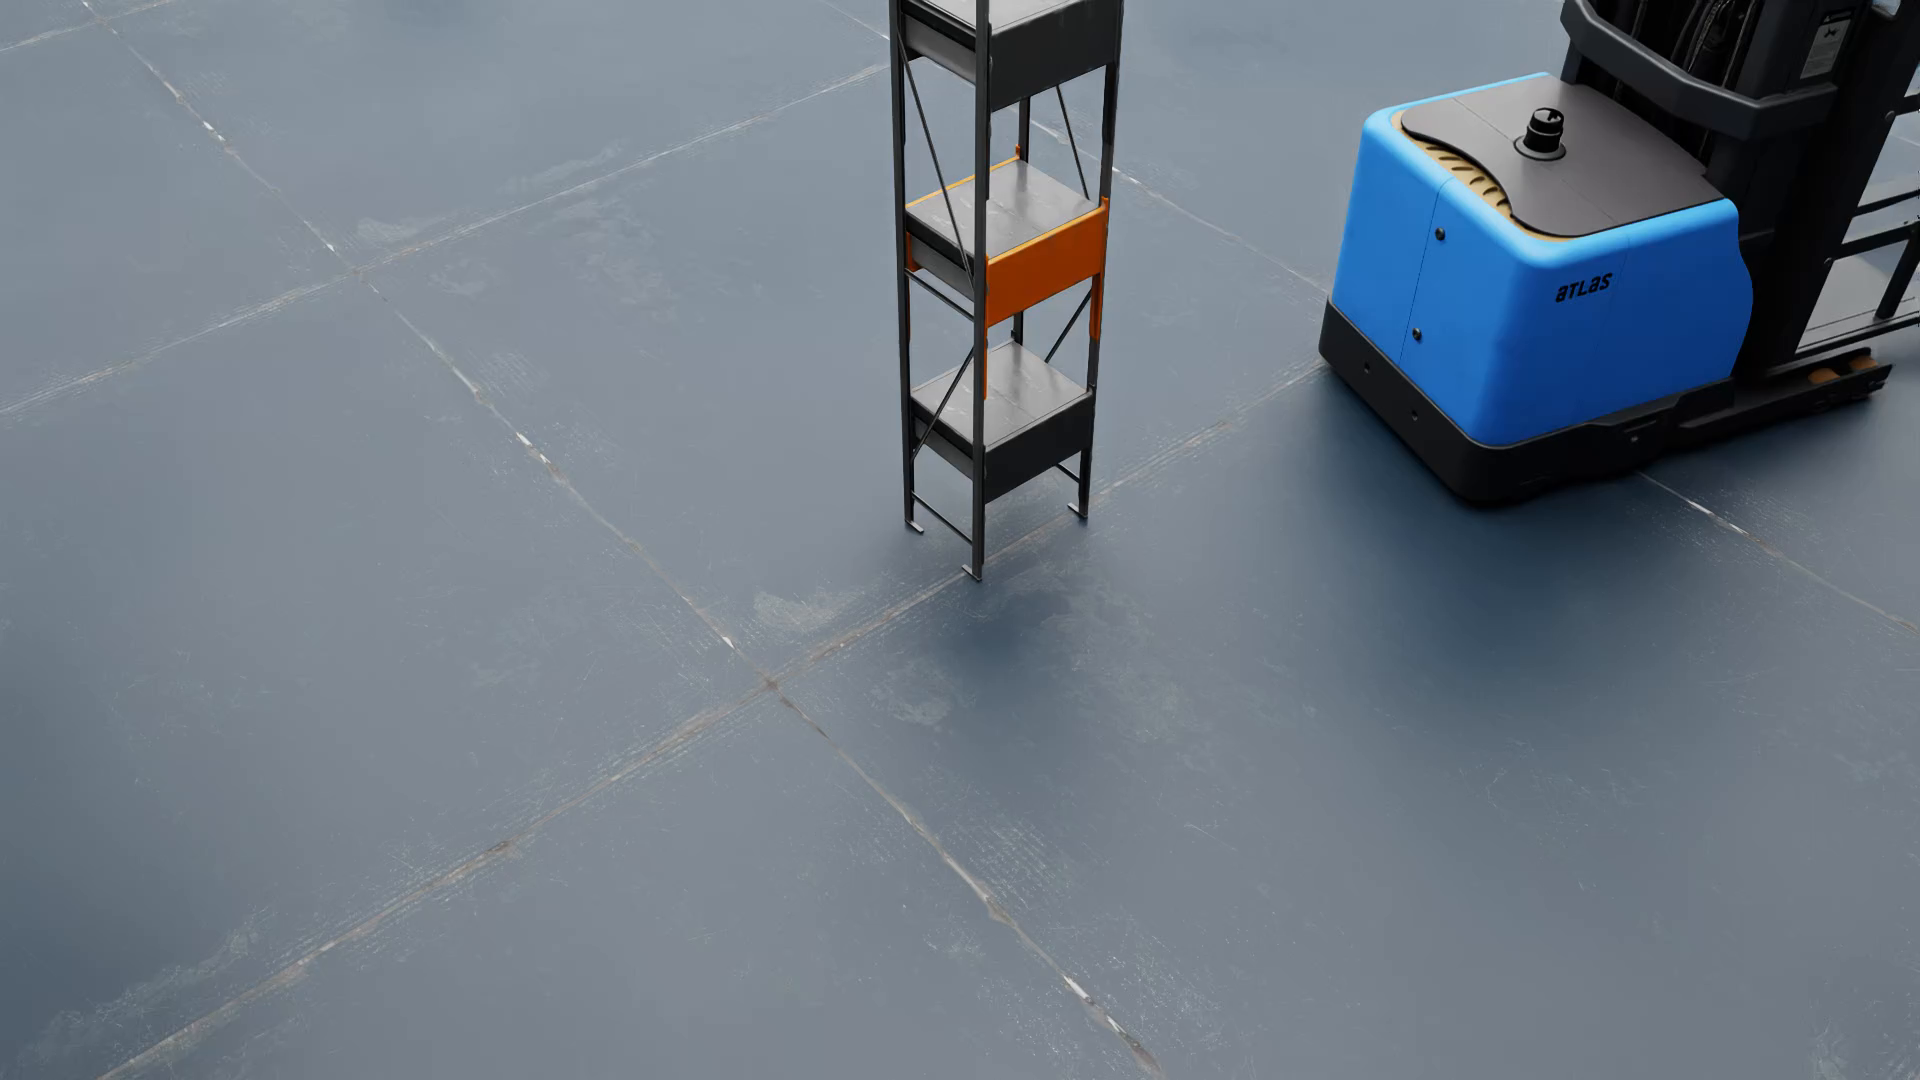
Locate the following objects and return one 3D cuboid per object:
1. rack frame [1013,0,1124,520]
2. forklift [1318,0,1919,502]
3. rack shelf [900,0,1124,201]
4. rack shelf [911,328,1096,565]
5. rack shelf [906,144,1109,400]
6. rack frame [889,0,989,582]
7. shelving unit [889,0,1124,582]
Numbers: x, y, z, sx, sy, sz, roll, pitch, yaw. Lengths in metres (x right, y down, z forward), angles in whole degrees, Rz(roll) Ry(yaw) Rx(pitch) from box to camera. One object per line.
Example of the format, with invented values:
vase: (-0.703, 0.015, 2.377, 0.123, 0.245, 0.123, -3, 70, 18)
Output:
rack frame: (0.314, -0.945, 5.223, 0.015, 2.100, 0.400, -30, 51, -28)
forklift: (2.951, -1.866, 5.596, 3.031, 2.935, 1.130, -16, 46, -17)
rack shelf: (0.127, -1.338, 4.639, 0.480, 0.518, 0.431, -30, 51, -28)
rack shelf: (0.127, -0.318, 5.597, 0.480, 0.518, 0.431, -30, 51, -28)
rack shelf: (0.127, -0.828, 5.118, 0.480, 0.518, 0.431, -30, 51, -28)
rack frame: (-0.060, -0.731, 4.994, 0.015, 2.100, 0.400, -30, 51, -28)
shelving unit: (0.127, -0.838, 5.109, 0.503, 2.100, 0.431, -30, 51, -28)
